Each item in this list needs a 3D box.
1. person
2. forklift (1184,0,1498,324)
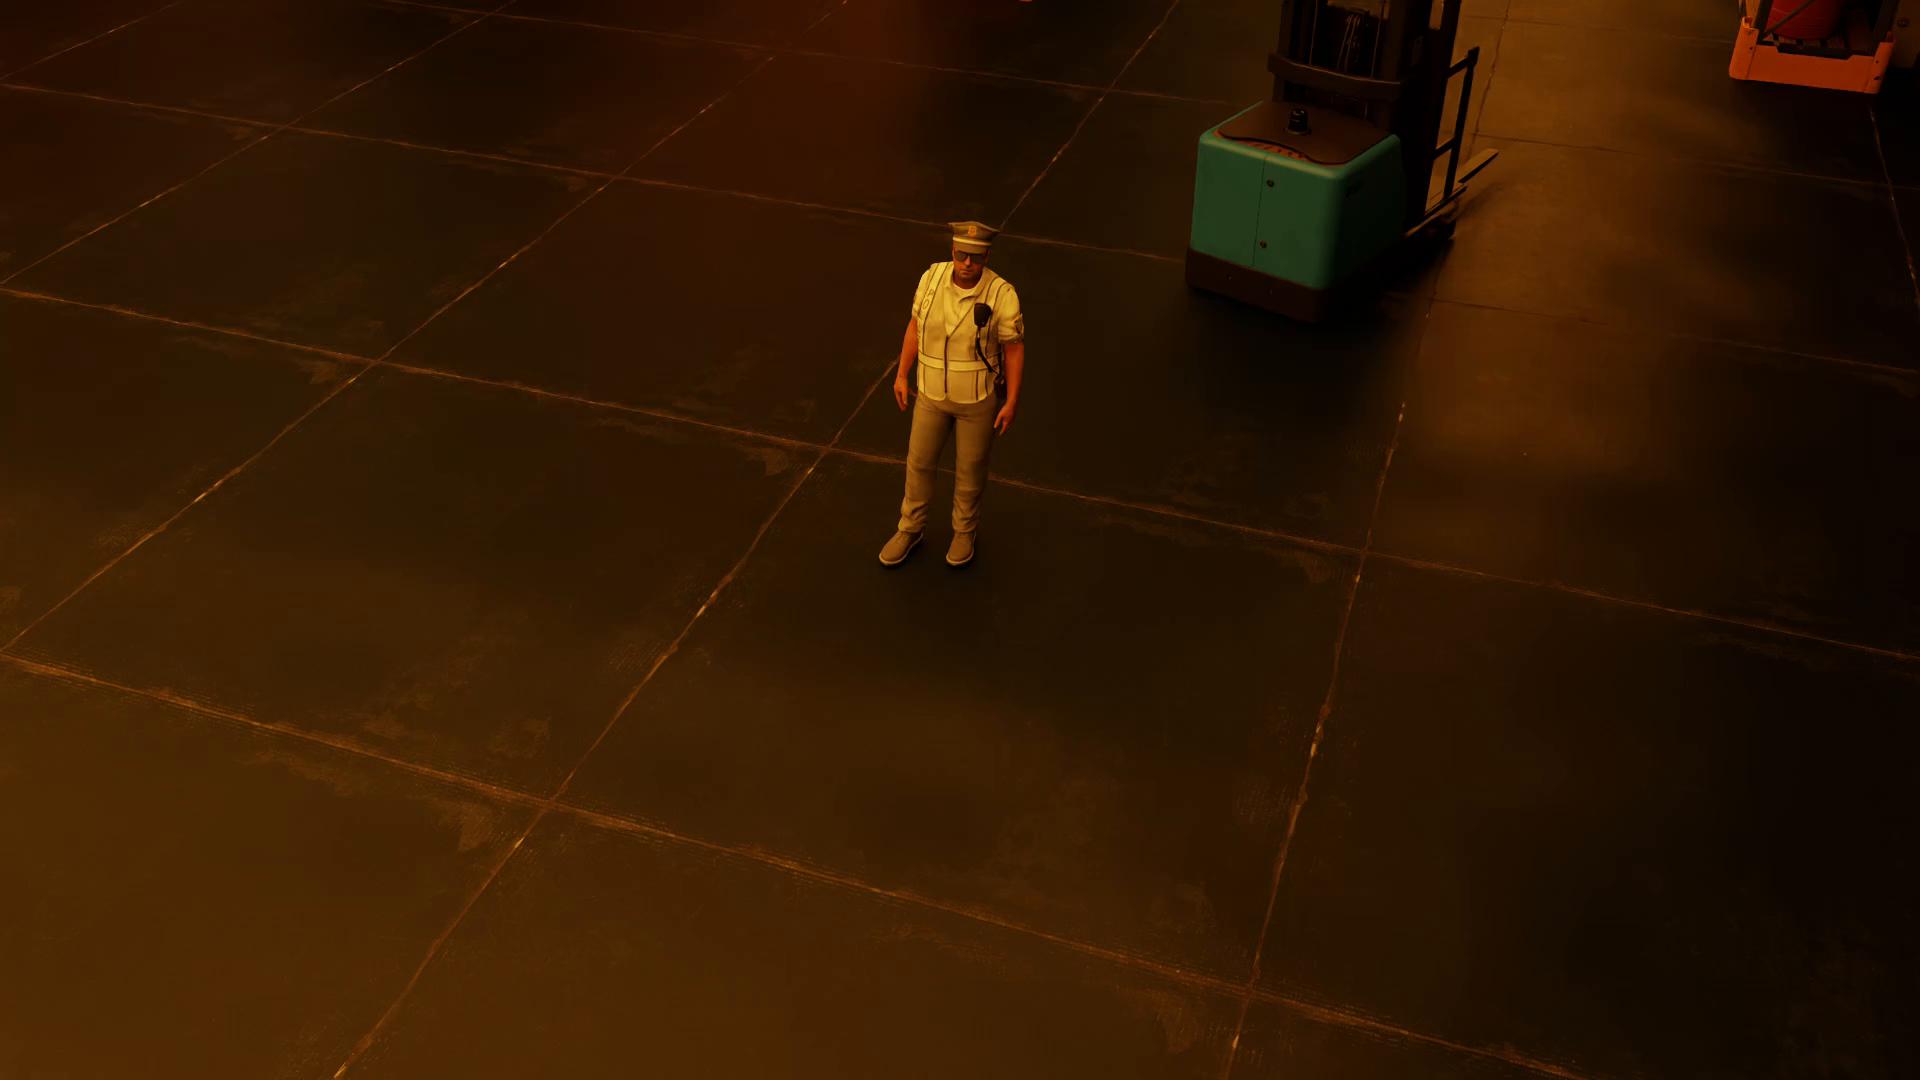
[{"bbox_3d":[-0.037,-0.693,8.068,0.641,1.780,0.574,12,37,16],"label":"person"},{"bbox_3d":[2.788,-3.339,10.820,1.130,2.935,3.031,25,42,31],"label":"forklift"}]
